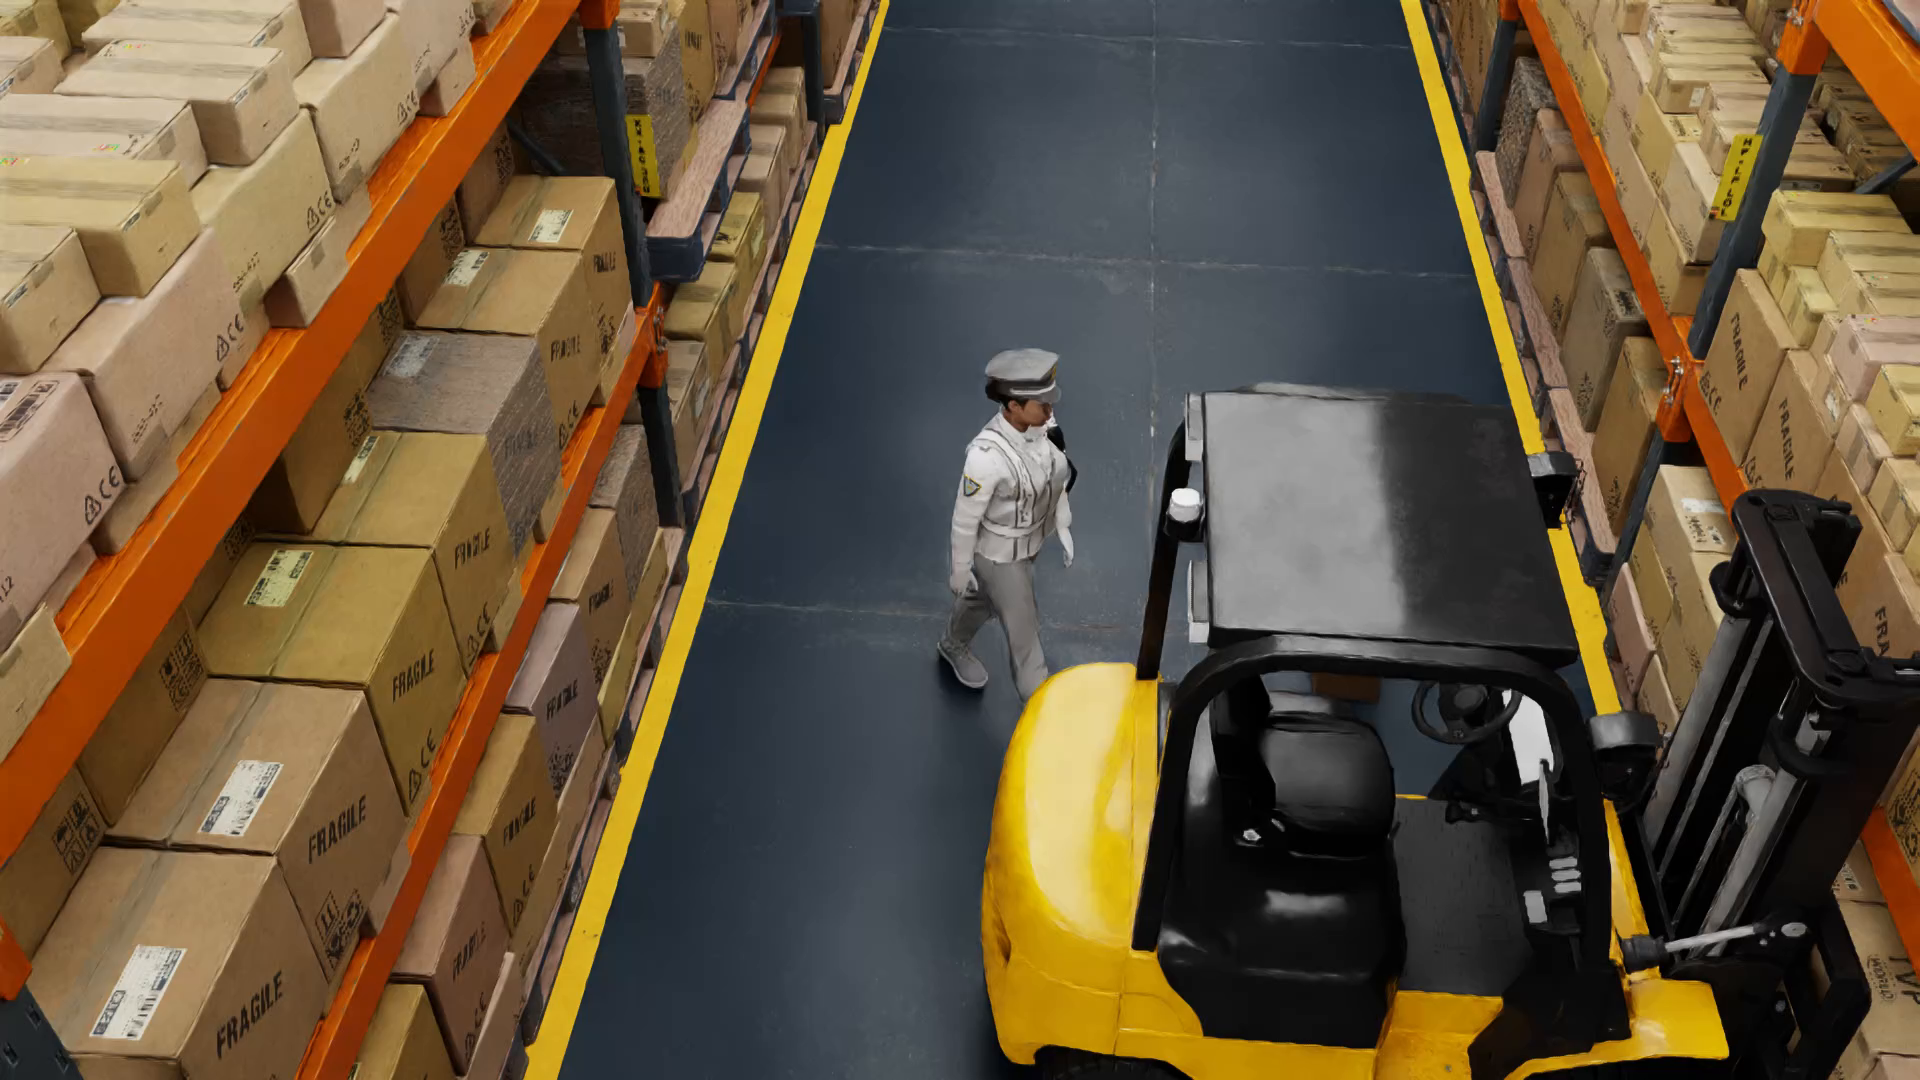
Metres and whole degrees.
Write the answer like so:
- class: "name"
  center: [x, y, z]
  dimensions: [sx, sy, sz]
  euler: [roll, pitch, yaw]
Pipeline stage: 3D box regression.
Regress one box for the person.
- class: "person"
  center: [0.269, 0.034, 6.118]
  dimensions: [0.895, 1.637, 0.519]
  euler: [19, 44, 21]
